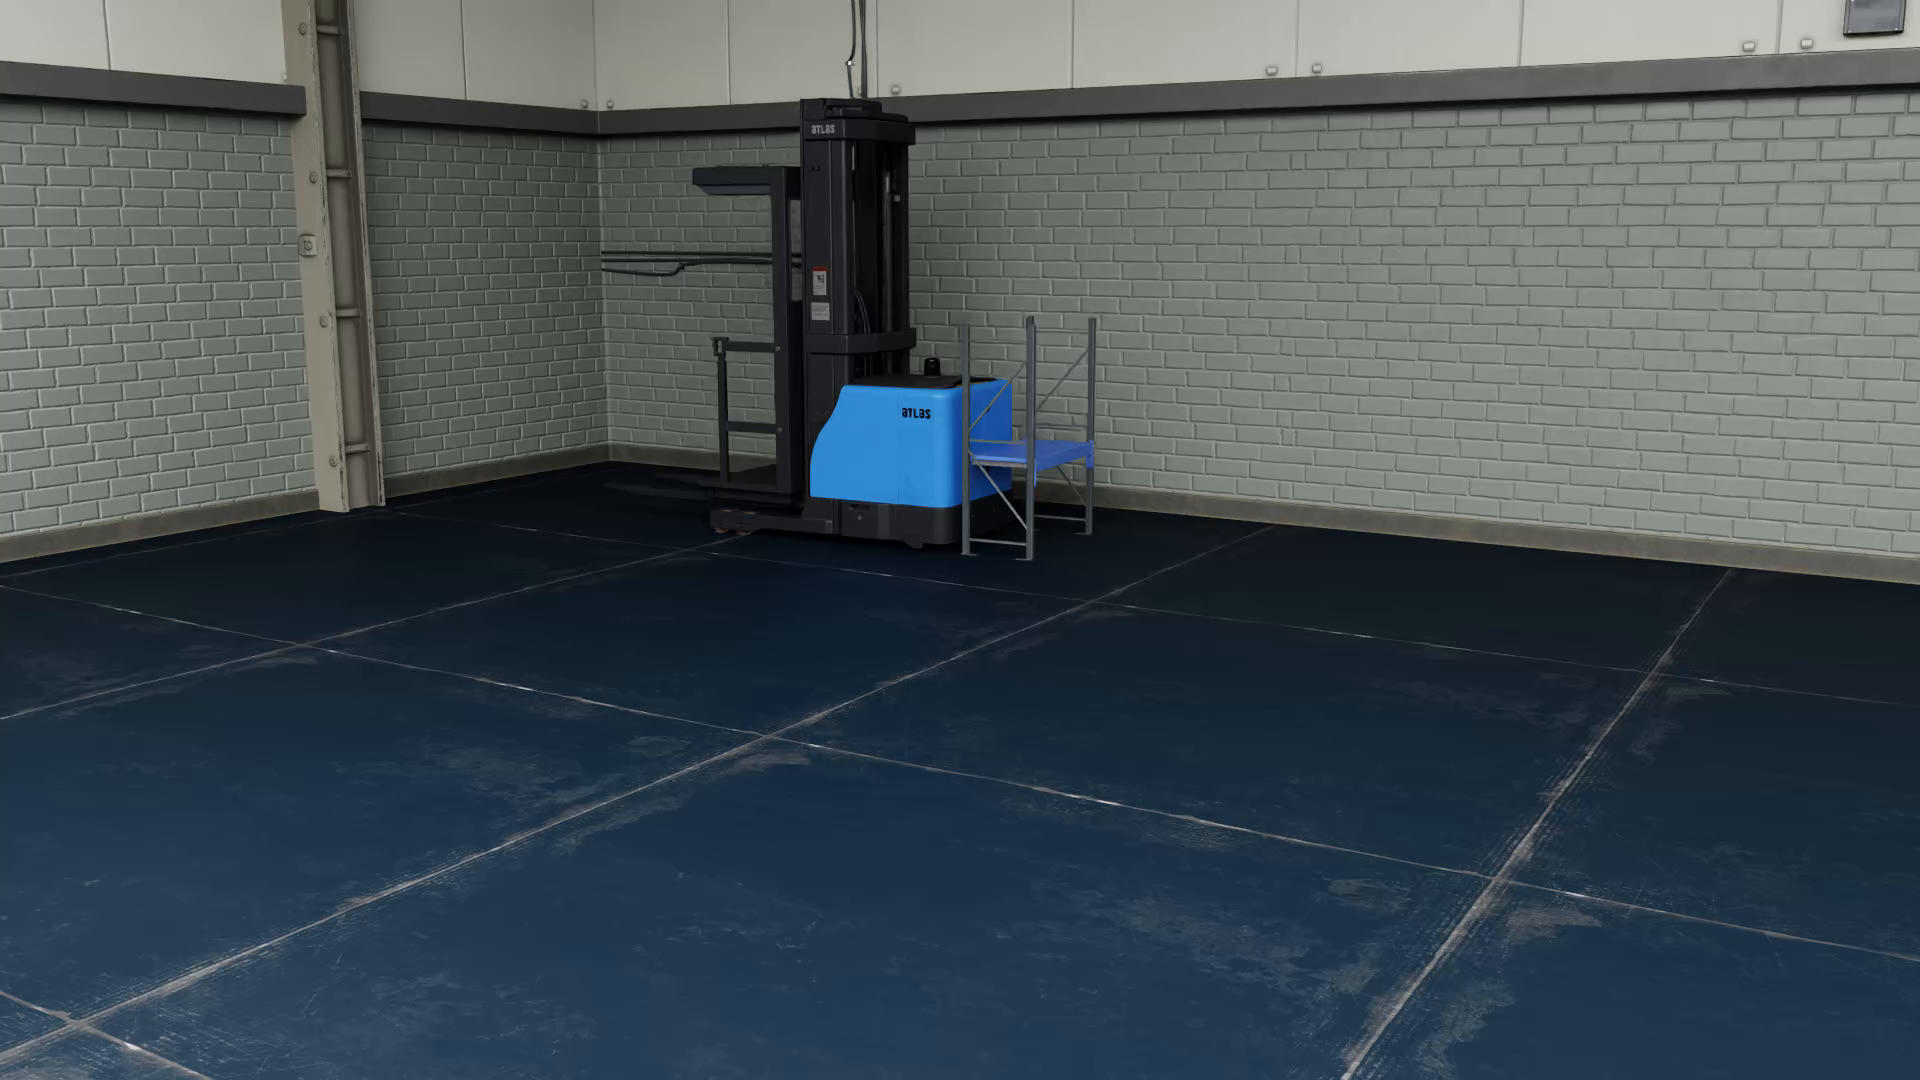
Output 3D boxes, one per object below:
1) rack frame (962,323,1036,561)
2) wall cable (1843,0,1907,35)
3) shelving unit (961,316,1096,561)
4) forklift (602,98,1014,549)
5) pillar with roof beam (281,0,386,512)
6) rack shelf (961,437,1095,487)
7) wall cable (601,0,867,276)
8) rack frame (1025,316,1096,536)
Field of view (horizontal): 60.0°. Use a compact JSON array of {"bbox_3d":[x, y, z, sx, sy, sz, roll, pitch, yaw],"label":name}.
[{"bbox_3d":[0.245,-0.623,10.618,0.500,1.500,0.032,5,12,26],"label":"rack frame"},{"bbox_3d":[6.115,-5.775,8.518,2.305,6.003,0.169,6,12,31],"label":"wall cable"},{"bbox_3d":[0.469,-0.707,11.067,0.538,1.500,1.048,5,12,26],"label":"shelving unit"},{"bbox_3d":[-1.170,-1.550,11.685,3.031,2.935,1.130,6,12,28],"label":"forklift"},{"bbox_3d":[-0.971,-4.264,9.692,9.100,9.000,0.400,6,12,31],"label":"pillar with roof beam"},{"bbox_3d":[0.469,-0.530,11.100,0.538,0.185,1.000,5,12,26],"label":"rack shelf"},{"bbox_3d":[-1.991,-3.486,13.974,3.097,2.526,0.112,6,12,31],"label":"wall cable"},{"bbox_3d":[0.692,-0.791,11.516,0.500,1.500,0.032,5,12,26],"label":"rack frame"}]
